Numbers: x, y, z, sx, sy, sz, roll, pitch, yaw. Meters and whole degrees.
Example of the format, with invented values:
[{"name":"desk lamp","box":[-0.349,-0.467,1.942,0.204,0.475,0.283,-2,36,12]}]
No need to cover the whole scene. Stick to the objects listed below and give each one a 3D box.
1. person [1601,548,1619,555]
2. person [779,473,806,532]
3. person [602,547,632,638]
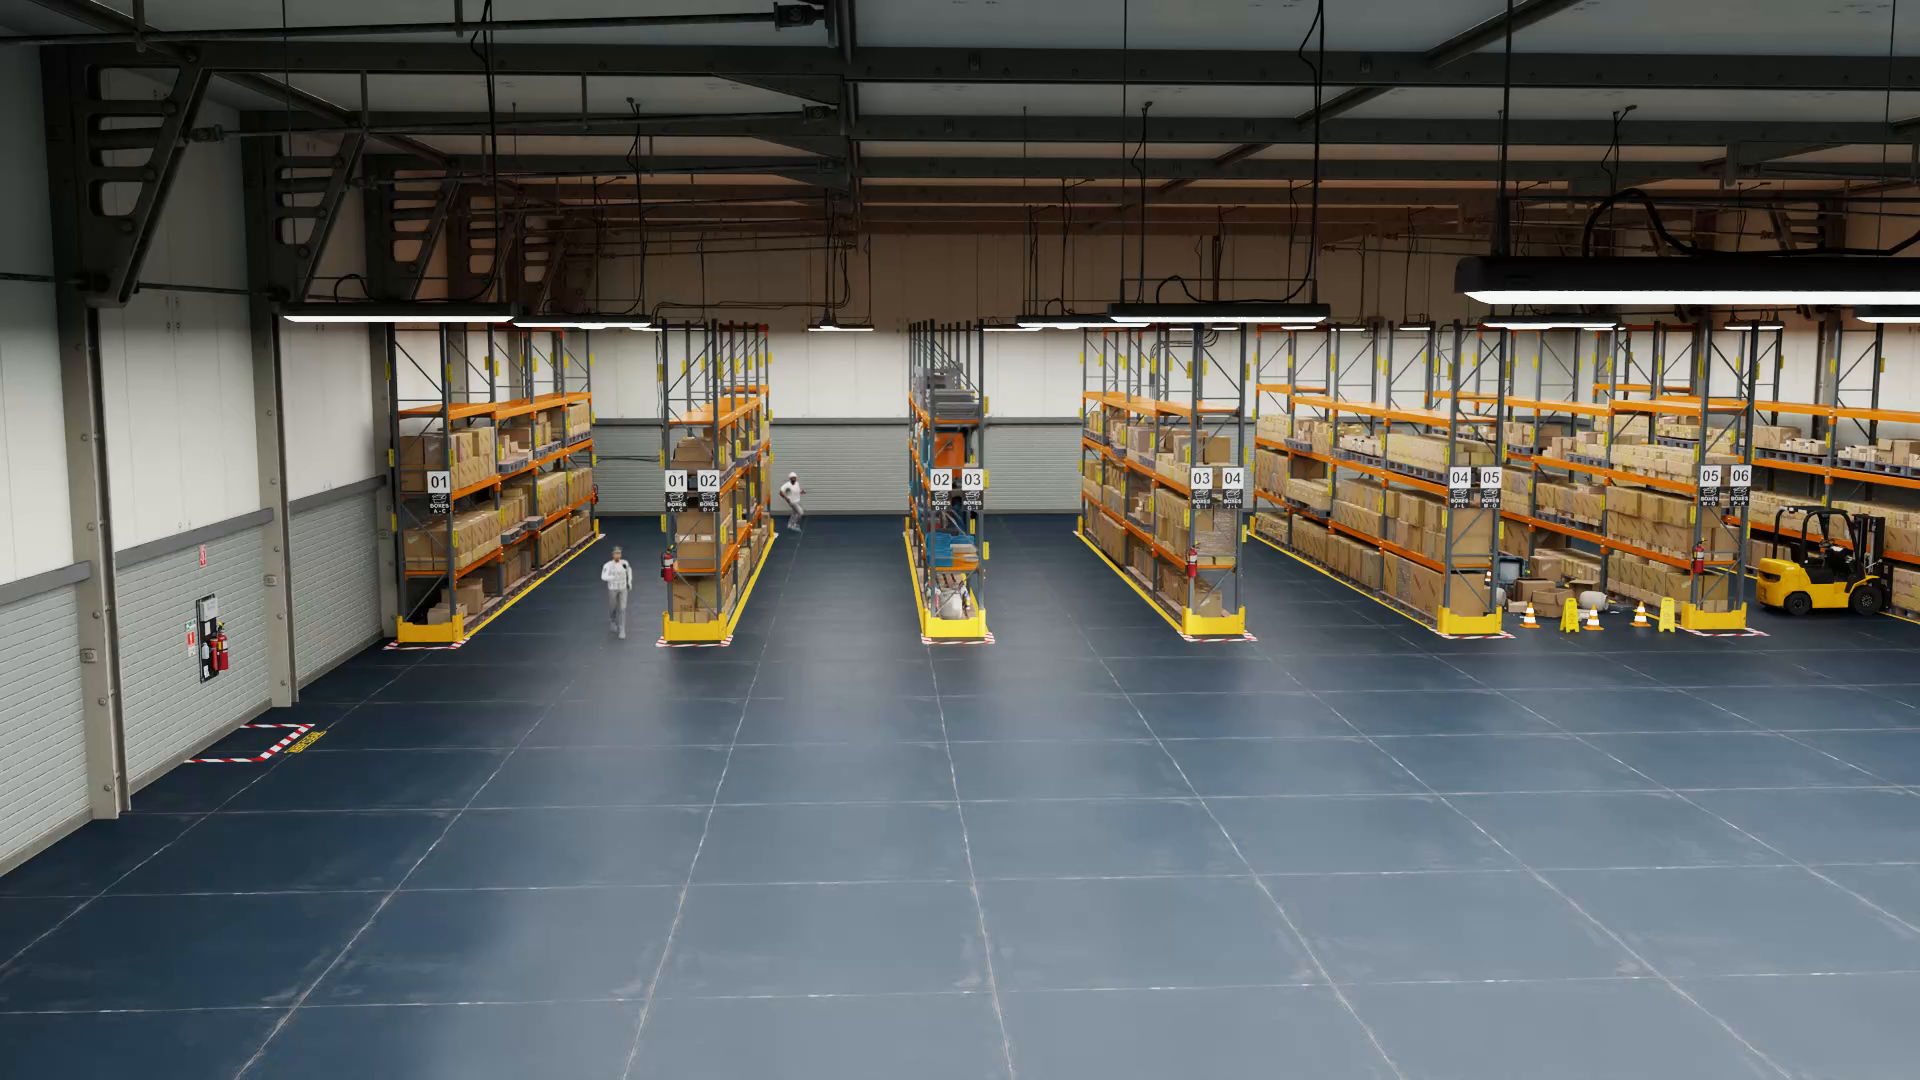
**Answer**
[{"name":"person","box":[16.349,-0.279,41.594,0.668,1.855,0.861,-1,7,-11]},{"name":"person","box":[-4.823,-1.082,48.268,0.685,1.765,0.702,3,8,22]},{"name":"person","box":[-6.525,0.954,31.662,0.597,1.702,0.919,-2,7,-18]}]
